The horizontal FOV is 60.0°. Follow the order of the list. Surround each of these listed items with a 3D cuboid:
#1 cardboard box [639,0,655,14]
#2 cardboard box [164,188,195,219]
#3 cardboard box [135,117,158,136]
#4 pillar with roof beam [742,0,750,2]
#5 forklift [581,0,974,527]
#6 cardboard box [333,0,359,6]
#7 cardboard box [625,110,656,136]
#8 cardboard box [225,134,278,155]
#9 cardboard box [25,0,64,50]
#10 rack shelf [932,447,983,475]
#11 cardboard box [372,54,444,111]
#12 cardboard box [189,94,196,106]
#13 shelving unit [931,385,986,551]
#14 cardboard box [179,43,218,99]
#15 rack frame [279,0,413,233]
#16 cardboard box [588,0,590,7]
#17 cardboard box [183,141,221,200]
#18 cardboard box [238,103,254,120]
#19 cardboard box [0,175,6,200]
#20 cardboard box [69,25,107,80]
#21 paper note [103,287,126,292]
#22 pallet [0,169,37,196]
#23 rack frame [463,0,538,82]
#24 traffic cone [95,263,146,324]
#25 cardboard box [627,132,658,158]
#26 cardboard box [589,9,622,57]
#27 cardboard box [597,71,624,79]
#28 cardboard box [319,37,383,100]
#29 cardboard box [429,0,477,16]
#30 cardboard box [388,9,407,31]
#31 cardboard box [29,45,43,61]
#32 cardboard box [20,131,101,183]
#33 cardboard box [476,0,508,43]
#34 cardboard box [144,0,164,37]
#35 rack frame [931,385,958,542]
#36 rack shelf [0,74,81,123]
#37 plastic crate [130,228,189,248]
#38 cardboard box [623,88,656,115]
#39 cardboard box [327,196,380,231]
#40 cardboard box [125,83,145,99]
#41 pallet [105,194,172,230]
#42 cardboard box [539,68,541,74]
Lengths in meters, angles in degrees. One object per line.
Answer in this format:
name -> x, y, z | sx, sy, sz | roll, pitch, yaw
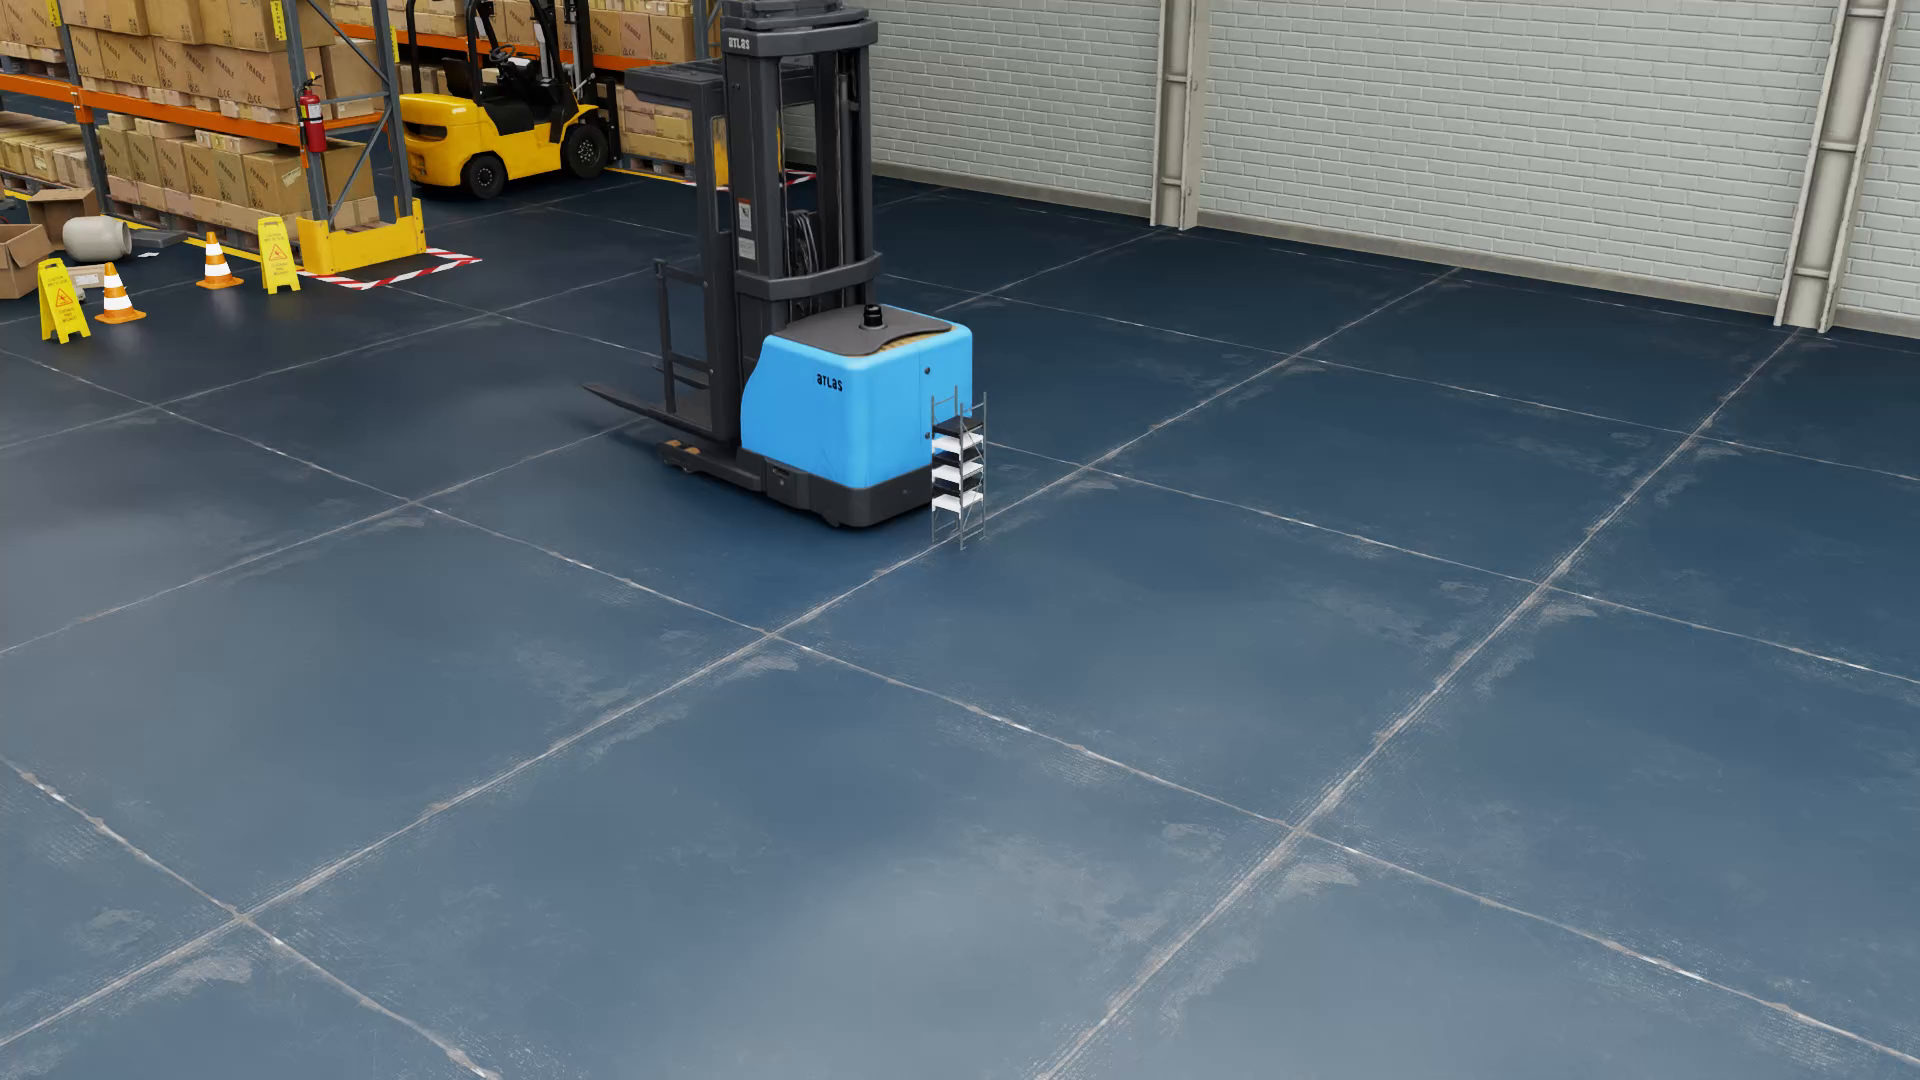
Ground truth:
cardboard box -> -3.424, -6.075, 18.888 | 0.250, 0.149, 0.380 | 17, 29, 34
cardboard box -> -7.590, -3.420, 16.681 | 0.500, 0.250, 0.500 | 16, 29, 33
cardboard box -> -7.973, -4.140, 16.580 | 0.250, 0.149, 0.380 | 18, 30, 35
pillar with roof beam -> -5.184, -7.419, 15.428 | 0.400, 9.000, 9.100 | 17, 29, 33
forklift -> -1.329, -1.906, 10.442 | 3.031, 2.935, 1.130 | 21, 31, 39
cardboard box -> -7.970, -7.258, 22.070 | 0.500, 0.250, 0.500 | 16, 28, 32
cardboard box -> -3.557, -4.908, 19.438 | 0.500, 0.250, 0.500 | 16, 29, 33
cardboard box -> -6.690, -3.752, 15.700 | 0.250, 0.149, 0.380 | 18, 29, 35
cardboard box -> -9.267, -5.380, 17.227 | 0.500, 0.500, 0.500 | 16, 29, 32
rack shelf -> -0.006, -0.466, 9.550 | 0.200, 0.077, 0.258 | 17, 29, 33
cardboard box -> -7.429, -6.170, 22.458 | 0.625, 0.625, 0.875 | 15, 28, 31
cardboard box -> -7.198, -4.284, 16.064 | 0.250, 0.149, 0.380 | 17, 29, 33
shelving unit -> -0.006, -0.414, 9.573 | 0.210, 0.900, 0.258 | 17, 29, 33
cardboard box -> -6.955, -4.470, 15.683 | 0.500, 0.500, 0.500 | 17, 29, 33
rack frame -> -5.559, -4.001, 15.111 | 0.127, 3.000, 1.000 | 17, 29, 33
cardboard box -> -4.217, -6.332, 19.471 | 0.250, 0.149, 0.380 | 17, 29, 33
cardboard box -> -7.176, -3.637, 16.245 | 0.500, 0.500, 0.500 | 16, 28, 32
cardboard box -> -6.448, -4.002, 15.425 | 0.250, 0.149, 0.380 | 16, 29, 32
cardboard box -> -9.803, -3.590, 16.338 | 0.500, 0.500, 0.500 | 17, 29, 33
cardboard box -> -8.575, -4.954, 16.781 | 0.500, 0.500, 0.500 | 17, 29, 33
paper note -> -7.509, -2.229, 14.771 | 0.142, 0.019, 0.148 | 7, 25, 15
pallet -> -10.364, -4.175, 18.964 | 1.213, 0.211, 1.003 | 17, 29, 33
rack frame -> -5.786, -6.571, 20.943 | 0.127, 3.000, 1.000 | 17, 29, 33
traffic cone -> -7.070, -2.088, 13.915 | 0.334, 0.463, 0.336 | 17, 29, 33
cardboard box -> -3.543, -4.673, 19.524 | 0.500, 0.250, 0.500 | 17, 29, 33
cardboard box -> -3.956, -5.936, 19.378 | 0.500, 0.500, 0.500 | 16, 29, 32
cardboard box -> -4.058, -5.543, 20.259 | 0.500, 0.250, 0.500 | 16, 28, 32
cardboard box -> -5.772, -4.387, 15.494 | 0.500, 0.500, 0.500 | 16, 29, 33
cardboard box -> -6.332, -6.767, 20.955 | 0.500, 0.250, 0.500 | 16, 28, 32
cardboard box -> -7.131, -6.790, 21.626 | 0.500, 0.250, 0.500 | 17, 29, 34
cardboard box -> -9.538, -5.151, 17.511 | 0.250, 0.149, 0.380 | 16, 28, 32
cardboard box -> -9.758, -4.257, 18.430 | 0.625, 0.372, 0.950 | 19, 30, 36
cardboard box -> -5.587, -6.425, 20.489 | 0.500, 0.500, 0.500 | 16, 28, 32
cardboard box -> -7.285, -5.074, 15.813 | 0.500, 0.500, 0.700 | 17, 29, 33
rack frame -> -0.088, -0.438, 9.629 | 0.006, 0.900, 0.240 | 17, 29, 33
rack shelf -> -10.360, -5.123, 18.549 | 4.000, 0.370, 1.077 | 17, 29, 33
plastic crate -> -7.995, -2.988, 16.433 | 0.583, 0.080, 0.402 | 7, 25, 15
cardboard box -> -3.553, -5.128, 19.317 | 0.500, 0.250, 0.500 | 17, 29, 34
cardboard box -> -6.039, -3.220, 16.226 | 0.500, 0.250, 0.500 | 17, 29, 33
cardboard box -> -8.059, -4.504, 16.564 | 0.250, 0.149, 0.380 | 18, 29, 35
pallet -> -8.201, -3.542, 17.526 | 1.213, 0.211, 1.003 | 17, 29, 33
cardboard box -> -5.184, -5.617, 20.428 | 0.500, 0.250, 0.500 | 17, 29, 33
